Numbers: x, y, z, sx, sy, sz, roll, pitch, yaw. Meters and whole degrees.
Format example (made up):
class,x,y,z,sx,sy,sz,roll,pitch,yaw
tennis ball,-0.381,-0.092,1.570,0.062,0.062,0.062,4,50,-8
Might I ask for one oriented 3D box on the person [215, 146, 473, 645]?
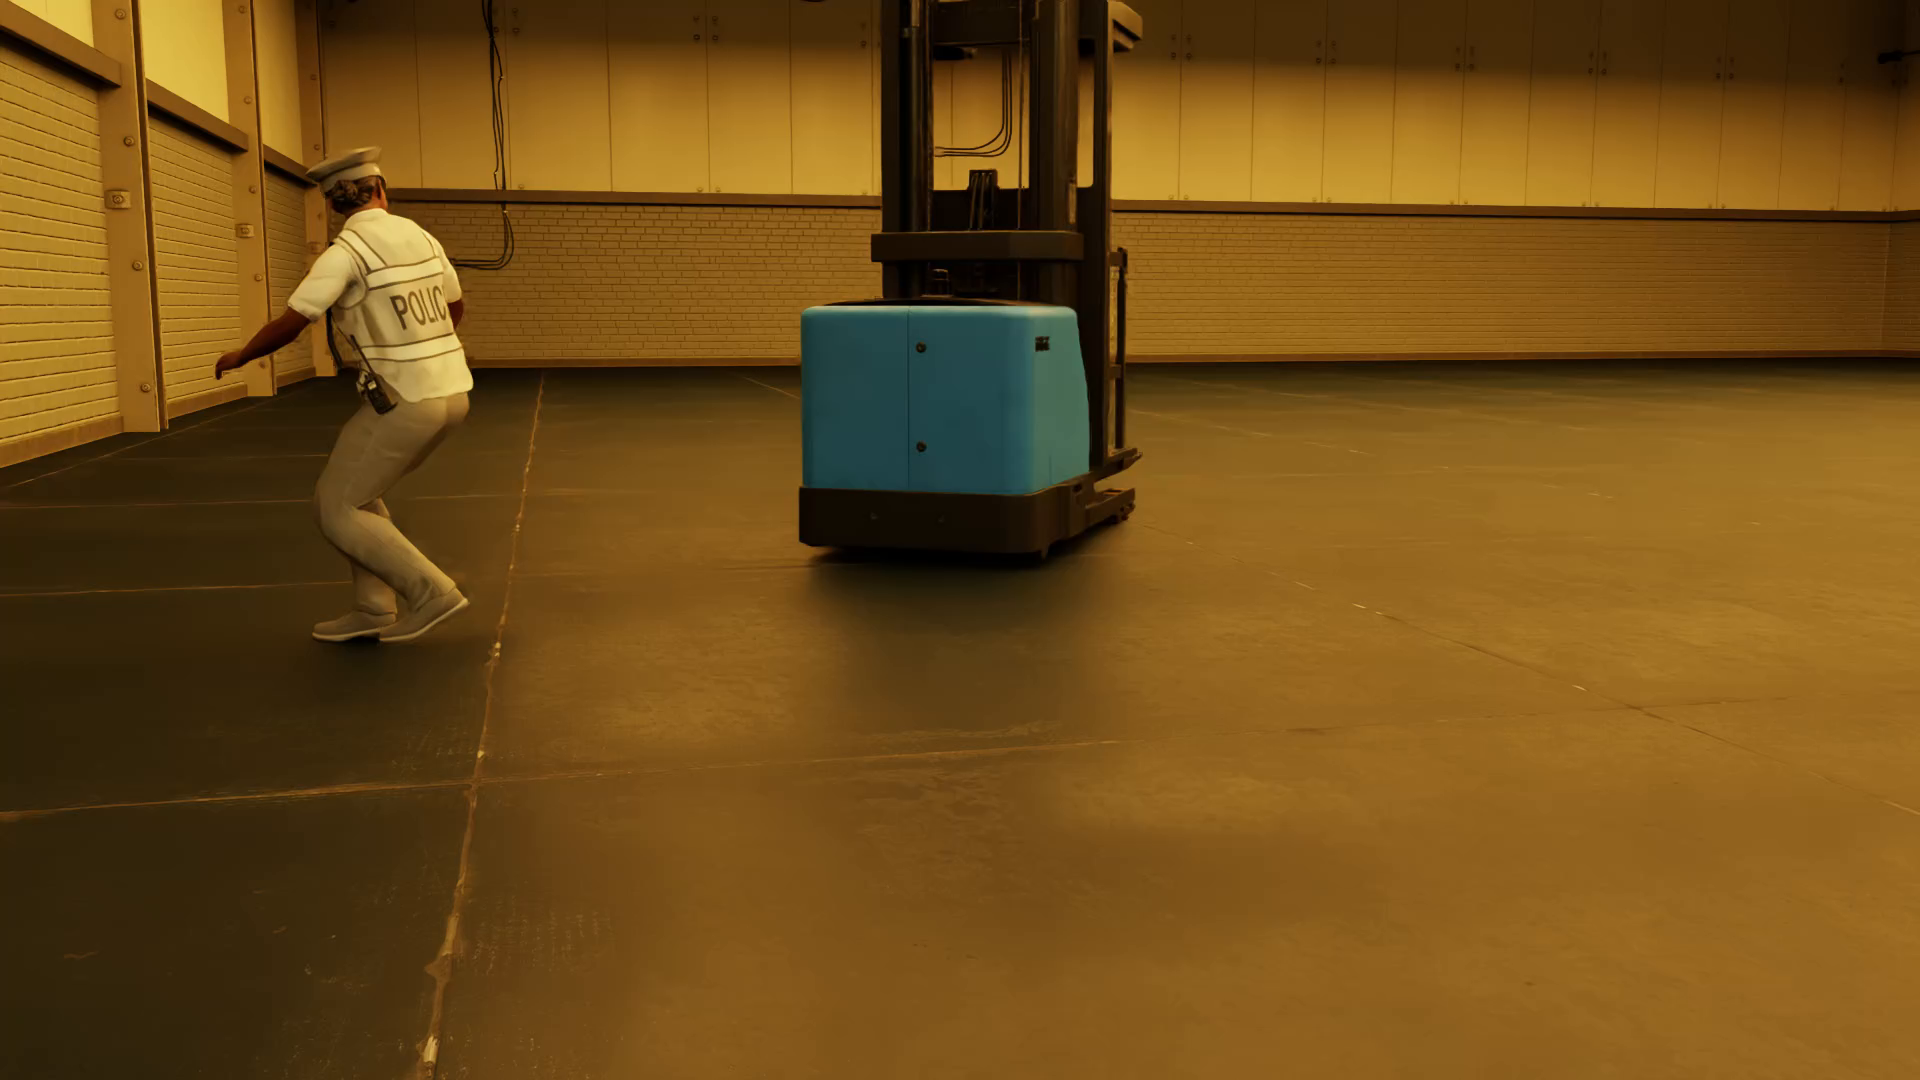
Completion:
class,x,y,z,sx,sy,sz,roll,pitch,yaw
person,-1.916,-0.453,5.316,0.748,1.564,0.760,1,8,10

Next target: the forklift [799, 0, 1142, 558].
class,x,y,z,sx,sy,sz,roll,pitch,yaw
forklift,0.257,-1.542,8.150,1.130,2.935,3.031,3,8,18
